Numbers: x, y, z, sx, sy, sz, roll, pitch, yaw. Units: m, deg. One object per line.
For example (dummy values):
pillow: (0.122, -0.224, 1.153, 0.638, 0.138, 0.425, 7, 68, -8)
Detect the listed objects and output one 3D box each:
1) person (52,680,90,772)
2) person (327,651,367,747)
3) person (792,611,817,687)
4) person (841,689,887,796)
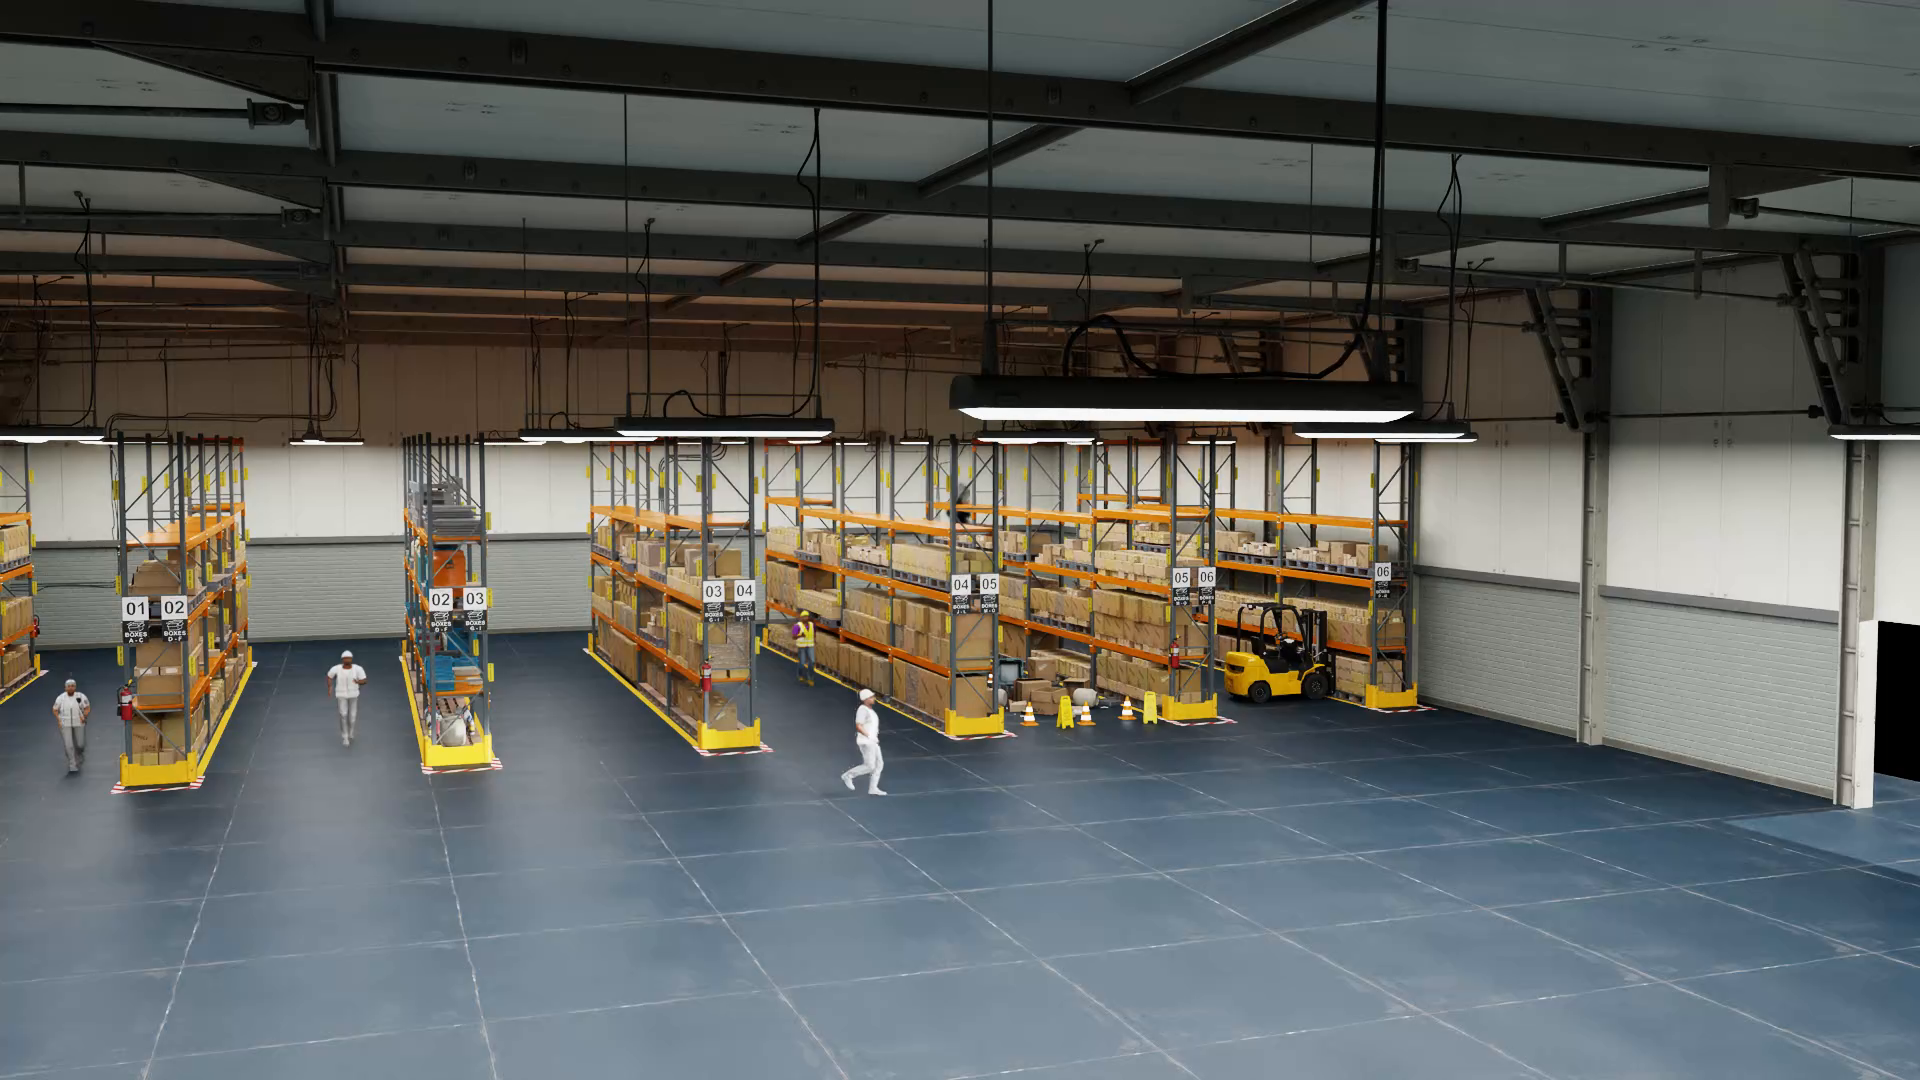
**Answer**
person: (-15.747, 3.277, 29.484, 0.594, 1.622, 0.537, -2, 4, -29)
person: (-11.840, 3.036, 32.156, 0.686, 1.797, 0.880, -2, 4, -28)
person: (-3.727, 2.612, 40.085, 0.677, 1.823, 0.737, -1, 3, -23)
person: (-1.577, 3.333, 27.396, 0.753, 1.757, 0.685, 1, 3, 9)
